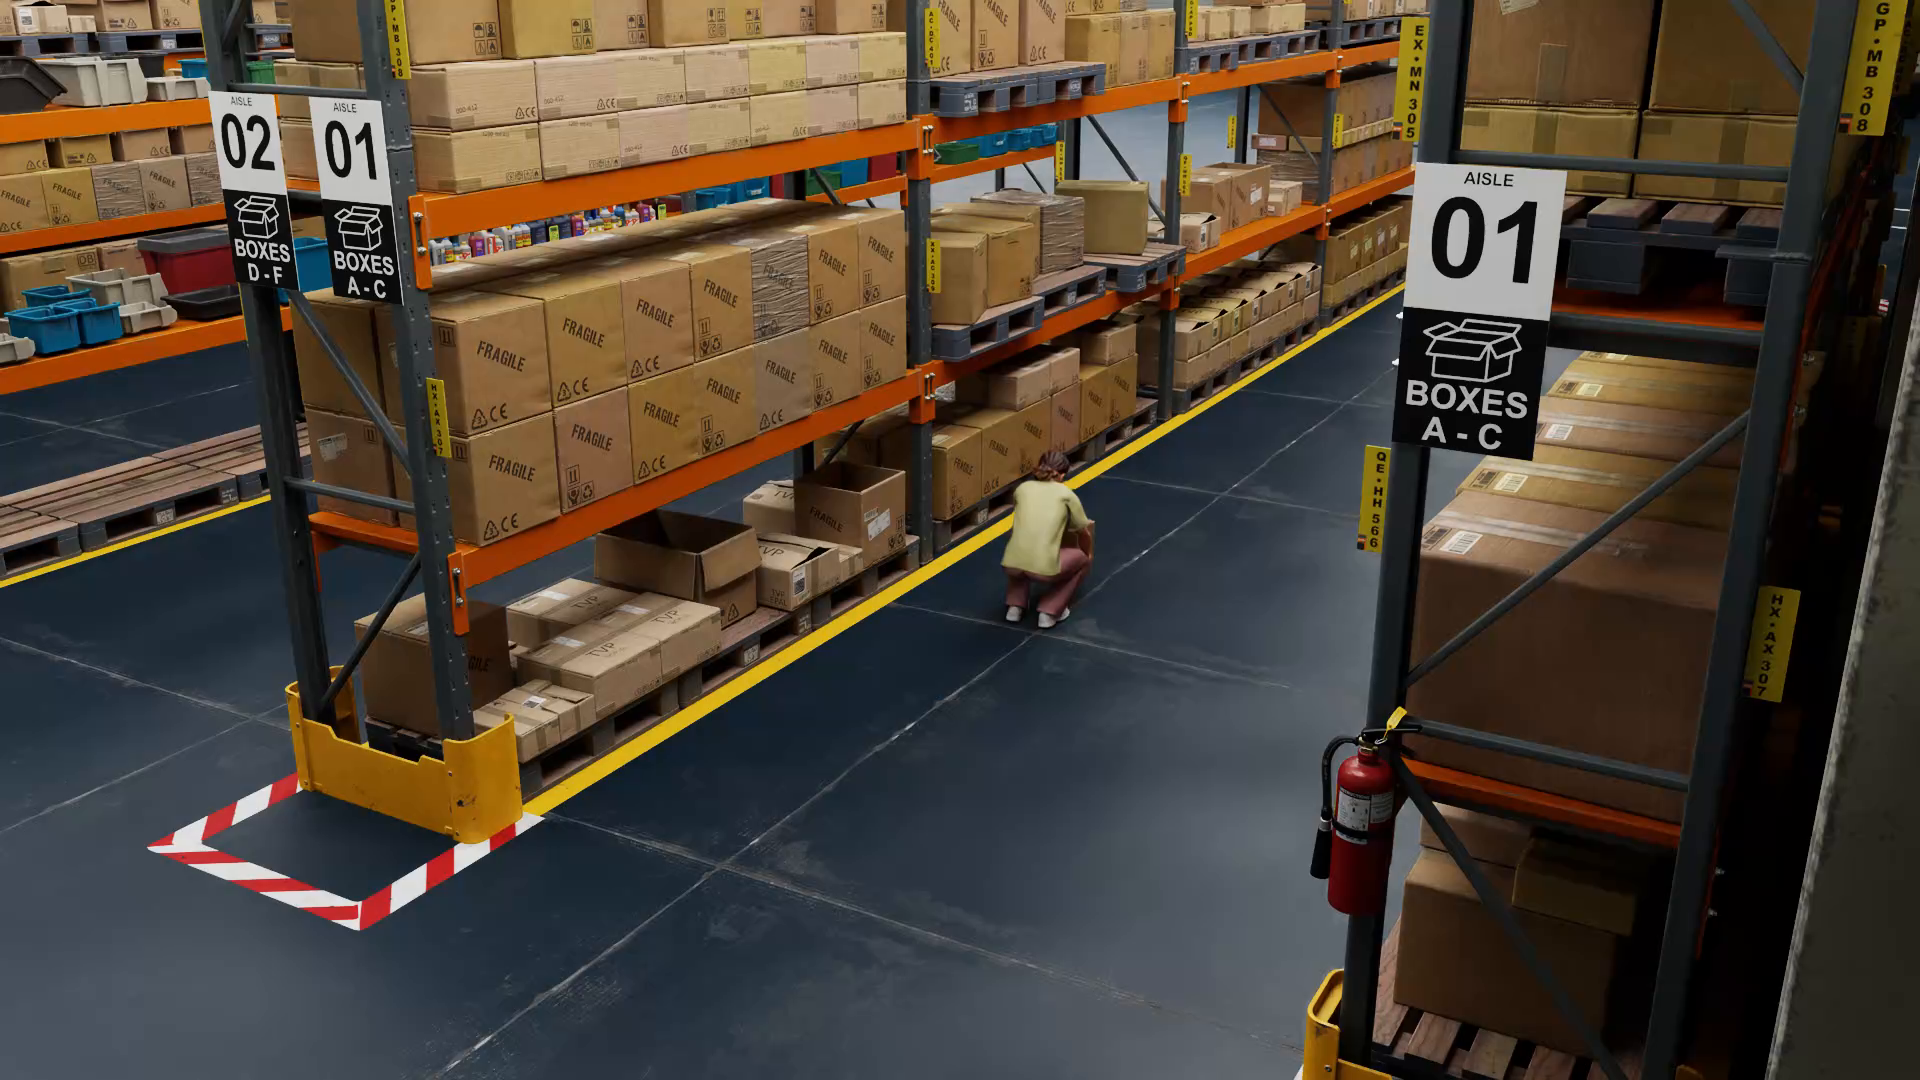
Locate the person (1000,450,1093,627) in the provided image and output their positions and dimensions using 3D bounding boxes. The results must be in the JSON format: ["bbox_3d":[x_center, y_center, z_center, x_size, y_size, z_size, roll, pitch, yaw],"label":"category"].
[{"bbox_3d":[0.509,-0.021,9.859,0.472,0.938,0.804,9,21,24],"label":"person"}]
